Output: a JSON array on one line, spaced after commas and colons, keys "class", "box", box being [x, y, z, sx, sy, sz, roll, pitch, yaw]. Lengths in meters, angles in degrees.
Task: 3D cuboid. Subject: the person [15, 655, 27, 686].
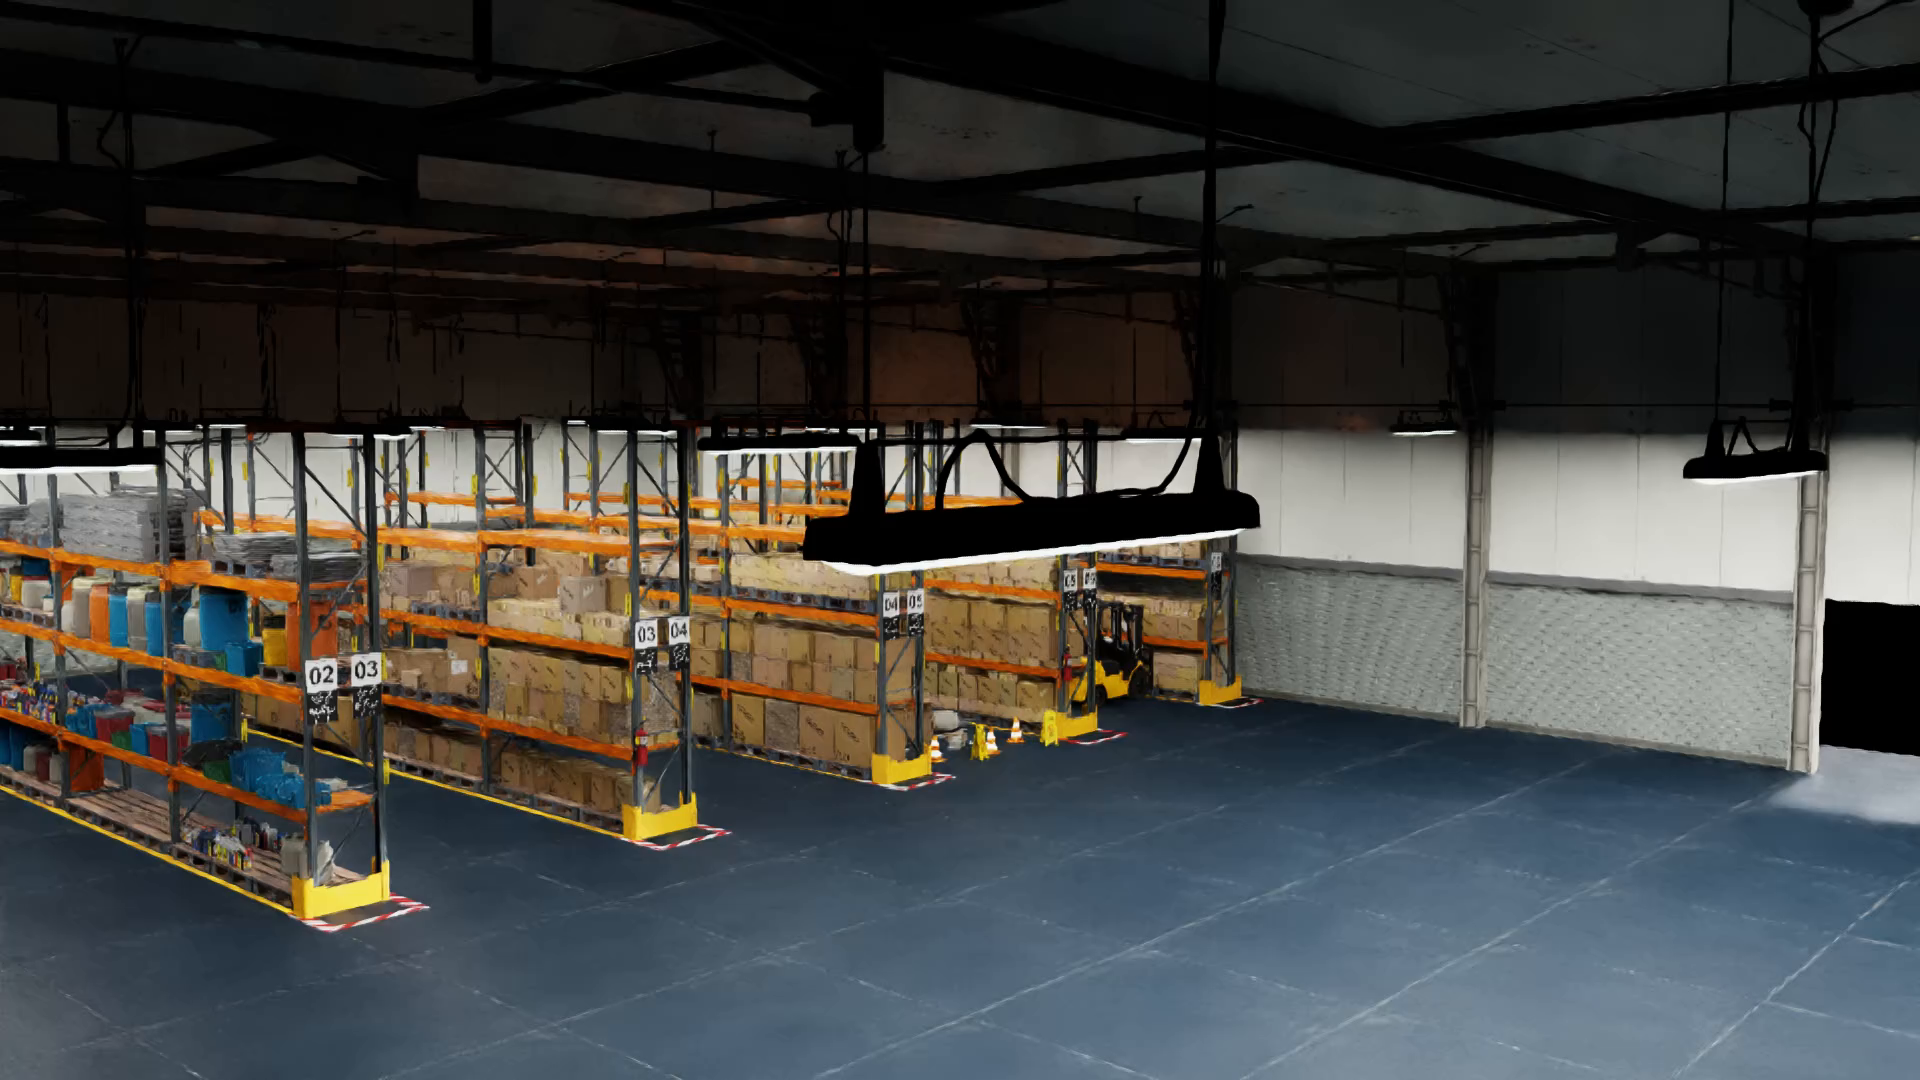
[{"class": "person", "box": [-17.294, 2.960, 30.653, 0.874, 1.718, 0.733, 2, 5, 23]}]

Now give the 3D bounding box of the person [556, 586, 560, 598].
[{"class": "person", "box": [-11.176, 1.659, 46.627, 0.657, 1.791, 0.479, 0, 5, 6]}]
